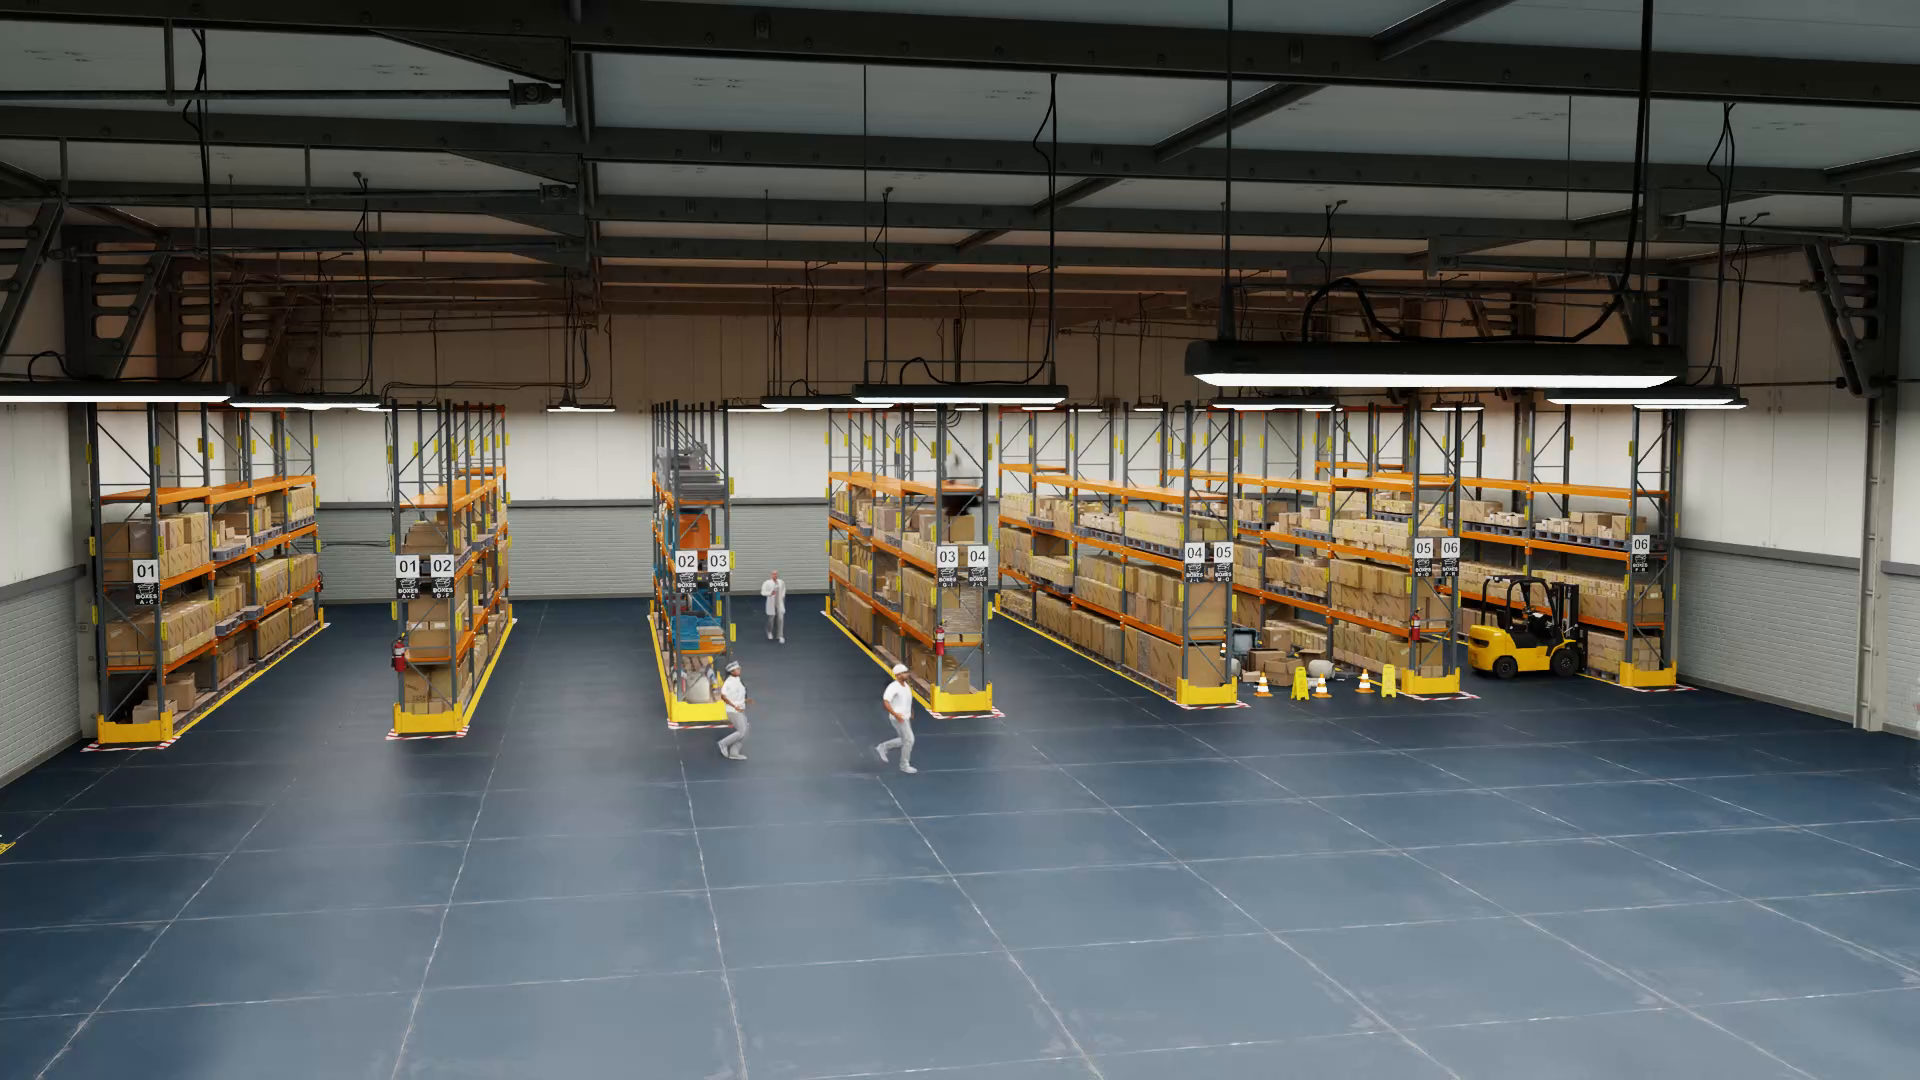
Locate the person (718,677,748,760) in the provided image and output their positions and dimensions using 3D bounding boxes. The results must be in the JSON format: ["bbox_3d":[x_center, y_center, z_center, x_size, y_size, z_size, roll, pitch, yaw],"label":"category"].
[{"bbox_3d":[-3.735,2.950,27.580,0.510,1.384,0.411,1,4,8],"label":"person"}]

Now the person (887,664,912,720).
[{"bbox_3d":[-0.959,2.425,26.670,0.343,0.878,0.436,1,5,18],"label":"person"}]

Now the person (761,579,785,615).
[{"bbox_3d":[-4.669,1.422,41.845,0.701,0.924,0.560,-2,5,-23],"label":"person"}]
